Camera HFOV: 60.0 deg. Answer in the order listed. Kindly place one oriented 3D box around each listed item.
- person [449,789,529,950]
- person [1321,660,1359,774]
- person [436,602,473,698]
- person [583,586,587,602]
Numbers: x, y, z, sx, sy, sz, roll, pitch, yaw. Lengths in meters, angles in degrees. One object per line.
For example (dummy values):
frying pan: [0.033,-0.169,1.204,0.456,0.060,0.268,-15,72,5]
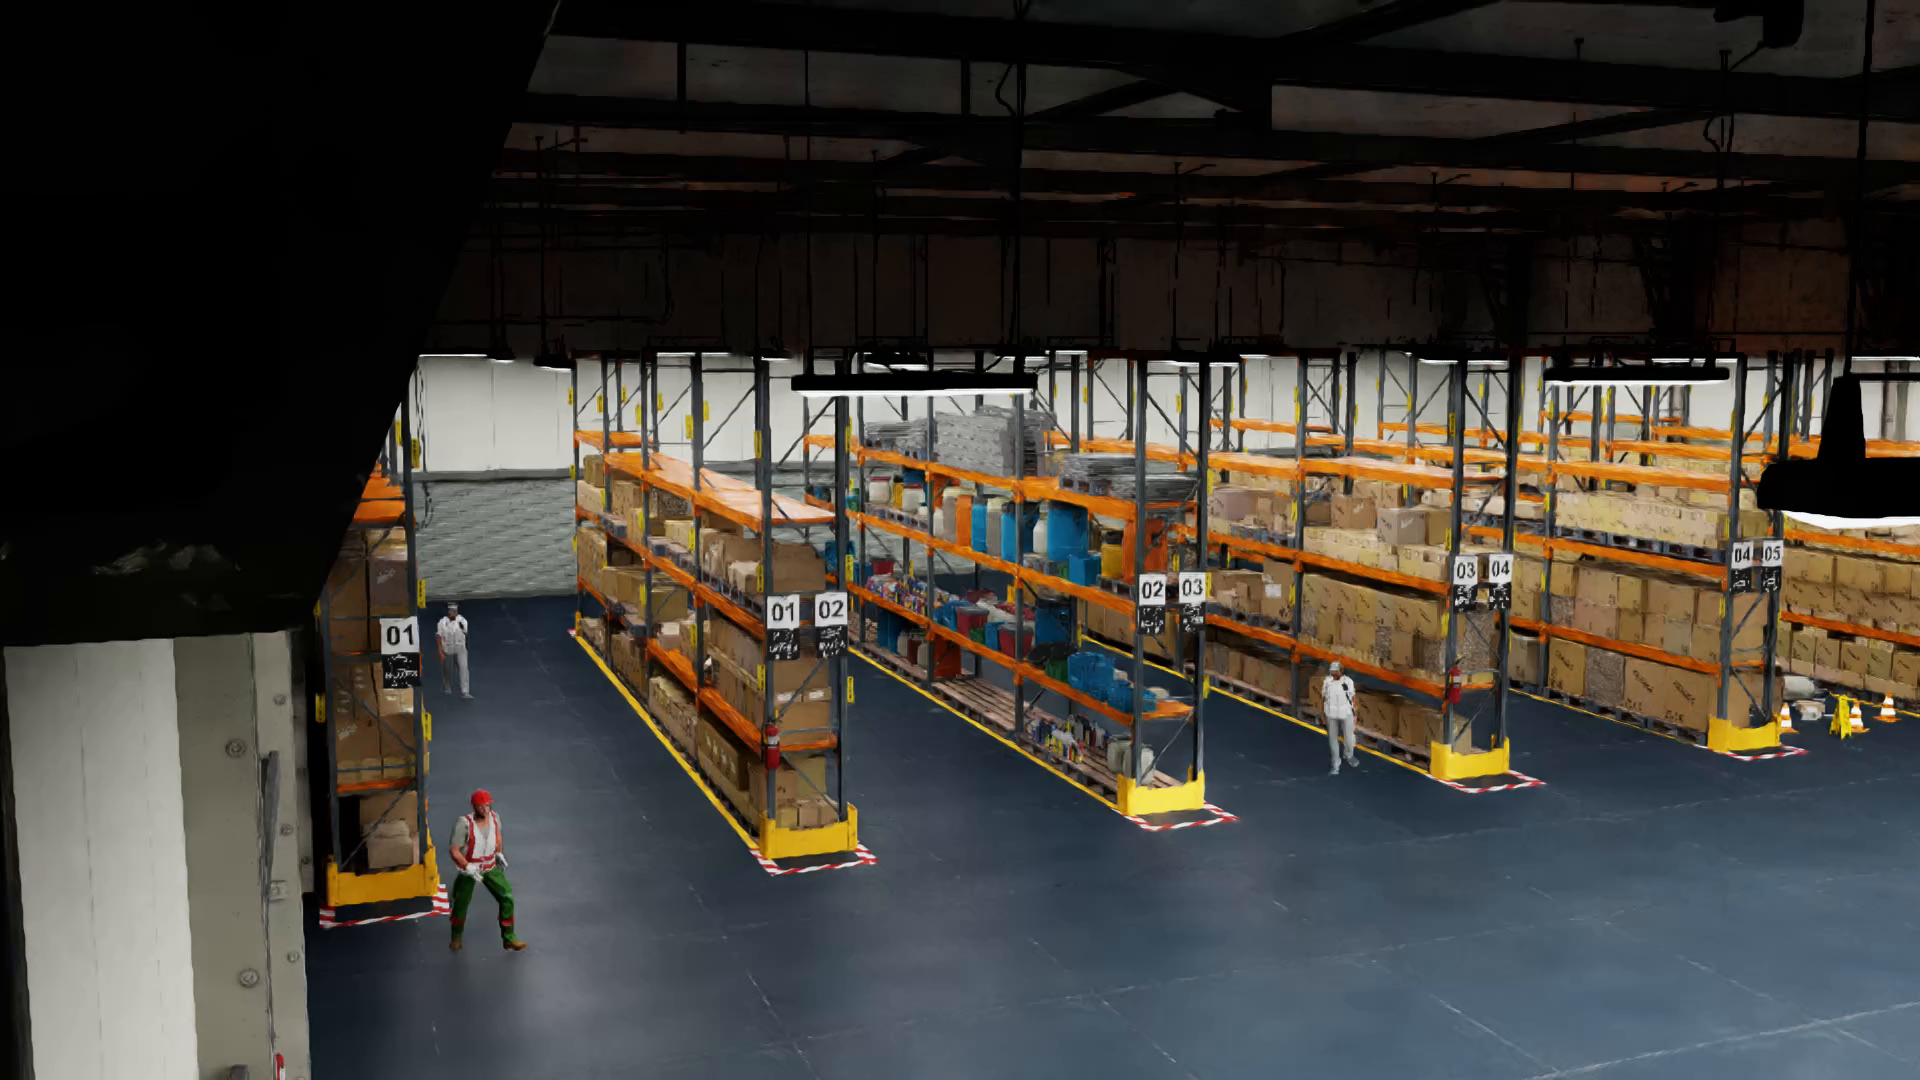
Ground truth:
person: [-4.918,3.361,17.007,0.670,1.718,0.811,-6,9,-39]
person: [5.496,2.537,24.027,0.557,1.659,0.578,2,7,17]
person: [-8.797,1.892,28.873,0.547,1.670,1.116,-3,8,-23]
person: [-8.704,0.573,39.388,0.587,1.719,0.772,2,7,18]
